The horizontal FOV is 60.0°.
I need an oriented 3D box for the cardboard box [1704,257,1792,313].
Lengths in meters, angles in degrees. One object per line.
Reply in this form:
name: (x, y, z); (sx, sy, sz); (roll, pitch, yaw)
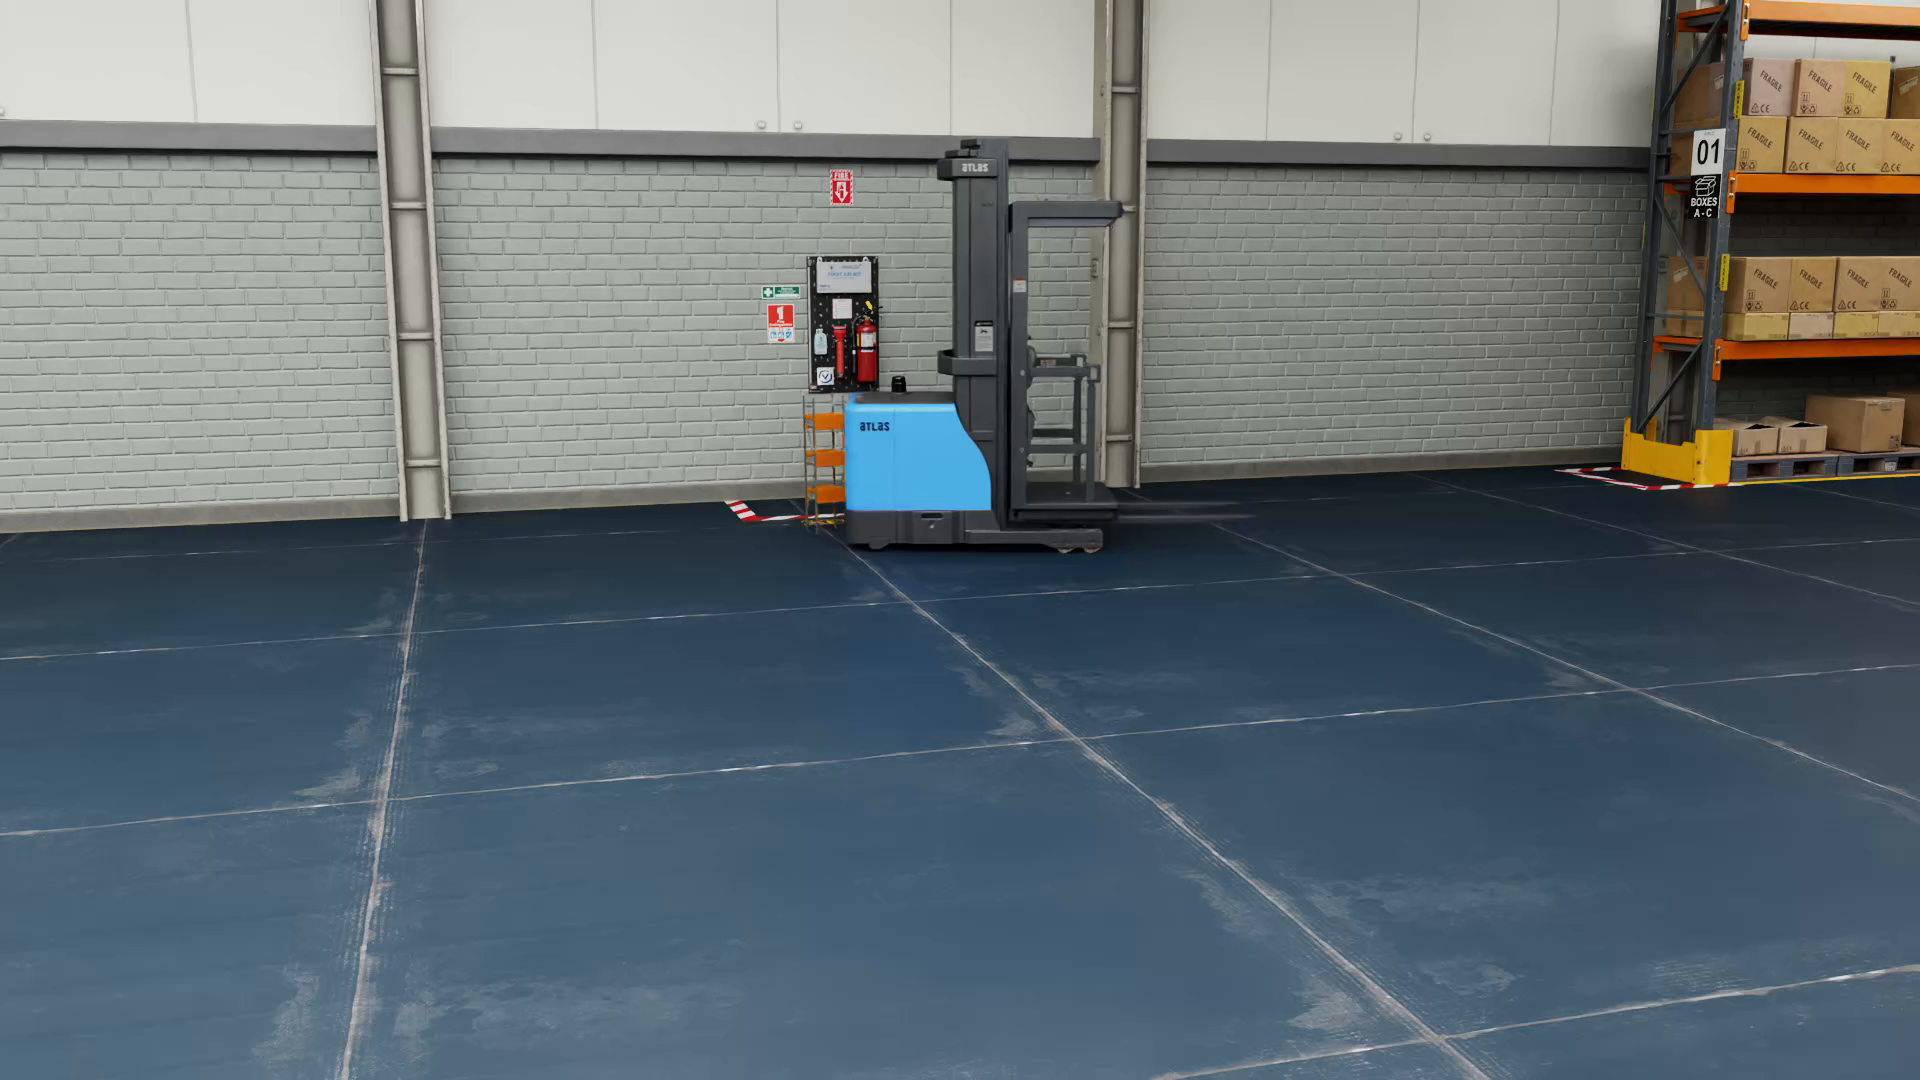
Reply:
cardboard box: (7.281, -2.362, 15.378); (0.500, 0.500, 0.500); (-3, 11, -16)

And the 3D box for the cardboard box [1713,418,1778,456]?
cardboard box: (7.428, -0.998, 15.895); (0.500, 0.311, 0.500); (-4, 11, -22)

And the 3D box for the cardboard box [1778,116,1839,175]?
cardboard box: (7.655, -3.613, 15.274); (0.500, 0.500, 0.500); (-2, 11, -12)

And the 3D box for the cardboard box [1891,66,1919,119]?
cardboard box: (9.152, -4.183, 15.605); (0.500, 0.500, 0.500); (-3, 11, -18)

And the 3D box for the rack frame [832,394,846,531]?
rack frame: (-0.936, -0.595, 12.866); (0.008, 1.050, 0.200); (-6, 11, -29)

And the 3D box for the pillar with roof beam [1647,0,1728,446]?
pillar with roof beam: (8.372, -4.473, 11.987); (0.400, 9.000, 9.100); (-3, 11, -16)

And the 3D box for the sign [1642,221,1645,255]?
sign: (6.603, -2.907, 15.982); (0.005, 0.325, 0.100); (-3, 11, -16)

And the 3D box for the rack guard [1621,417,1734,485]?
rack guard: (6.812, -0.859, 15.834); (0.348, 0.500, 1.175); (-3, 11, -16)

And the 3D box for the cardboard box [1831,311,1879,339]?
cardboard box: (8.281, -2.044, 15.723); (0.500, 0.250, 0.500); (-3, 11, -17)

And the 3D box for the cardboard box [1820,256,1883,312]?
cardboard box: (8.256, -2.410, 15.640); (0.500, 0.500, 0.500); (-3, 11, -18)

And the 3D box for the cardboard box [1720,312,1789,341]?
cardboard box: (7.296, -1.990, 15.432); (0.500, 0.250, 0.500); (-3, 11, -18)

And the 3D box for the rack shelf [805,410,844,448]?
rack shelf: (-1.046, -0.854, 12.764); (0.240, 0.259, 0.215); (-6, 11, -29)

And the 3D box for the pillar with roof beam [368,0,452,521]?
pillar with roof beam: (-3.149, -3.865, 8.689); (0.400, 9.000, 9.100); (-3, 11, -16)

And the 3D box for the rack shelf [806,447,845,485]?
rack shelf: (-1.042, -0.574, 12.809); (0.240, 0.259, 0.215); (-6, 11, -29)

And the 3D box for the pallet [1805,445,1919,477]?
pallet: (8.771, -0.813, 16.381); (1.213, 0.211, 1.003); (-3, 11, -16)

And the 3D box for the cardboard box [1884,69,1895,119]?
cardboard box: (8.565, -4.253, 15.985); (0.500, 0.500, 0.500); (-3, 11, -16)

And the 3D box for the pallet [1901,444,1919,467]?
pallet: (9.944, -0.876, 16.720); (1.213, 0.211, 1.003); (-3, 11, -16)

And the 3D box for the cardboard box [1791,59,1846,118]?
cardboard box: (7.672, -4.105, 15.180); (0.500, 0.500, 0.500); (-3, 11, -17)

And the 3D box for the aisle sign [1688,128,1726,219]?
aisle sign: (6.754, -3.308, 15.048); (0.004, 0.787, 0.394); (-3, 11, -16)

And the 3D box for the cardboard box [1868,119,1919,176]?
cardboard box: (8.661, -3.671, 15.588); (0.500, 0.500, 0.500); (-2, 11, -12)

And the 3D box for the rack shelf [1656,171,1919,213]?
rack shelf: (8.659, -3.307, 15.930); (4.000, 0.370, 1.077); (-3, 11, -16)

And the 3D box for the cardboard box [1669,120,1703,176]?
cardboard box: (7.069, -3.684, 15.658); (0.500, 0.500, 0.500); (-2, 11, -12)

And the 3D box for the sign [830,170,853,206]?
sign: (-1.011, -3.006, 14.185); (0.199, 0.298, 0.001); (-3, 11, -16)

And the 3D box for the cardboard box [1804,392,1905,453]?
cardboard box: (8.694, -1.149, 16.189); (0.500, 0.500, 0.700); (-4, 11, -20)

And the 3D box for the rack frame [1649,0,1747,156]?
rack frame: (6.739, -5.035, 15.043); (0.127, 3.000, 1.000); (-3, 11, -16)

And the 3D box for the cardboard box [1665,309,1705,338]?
cardboard box: (7.133, -2.078, 15.910); (0.500, 0.250, 0.500); (-3, 11, -15)

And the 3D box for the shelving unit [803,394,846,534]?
shelving unit: (-1.043, -0.585, 12.807); (0.252, 1.050, 0.215); (-6, 11, -29)

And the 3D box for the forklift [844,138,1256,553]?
forklift: (0.660, -1.446, 12.307); (3.031, 2.935, 1.130); (0, 10, -2)

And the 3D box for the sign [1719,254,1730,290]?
sign: (6.891, -2.416, 14.996); (0.005, 0.325, 0.100); (-3, 11, -16)
